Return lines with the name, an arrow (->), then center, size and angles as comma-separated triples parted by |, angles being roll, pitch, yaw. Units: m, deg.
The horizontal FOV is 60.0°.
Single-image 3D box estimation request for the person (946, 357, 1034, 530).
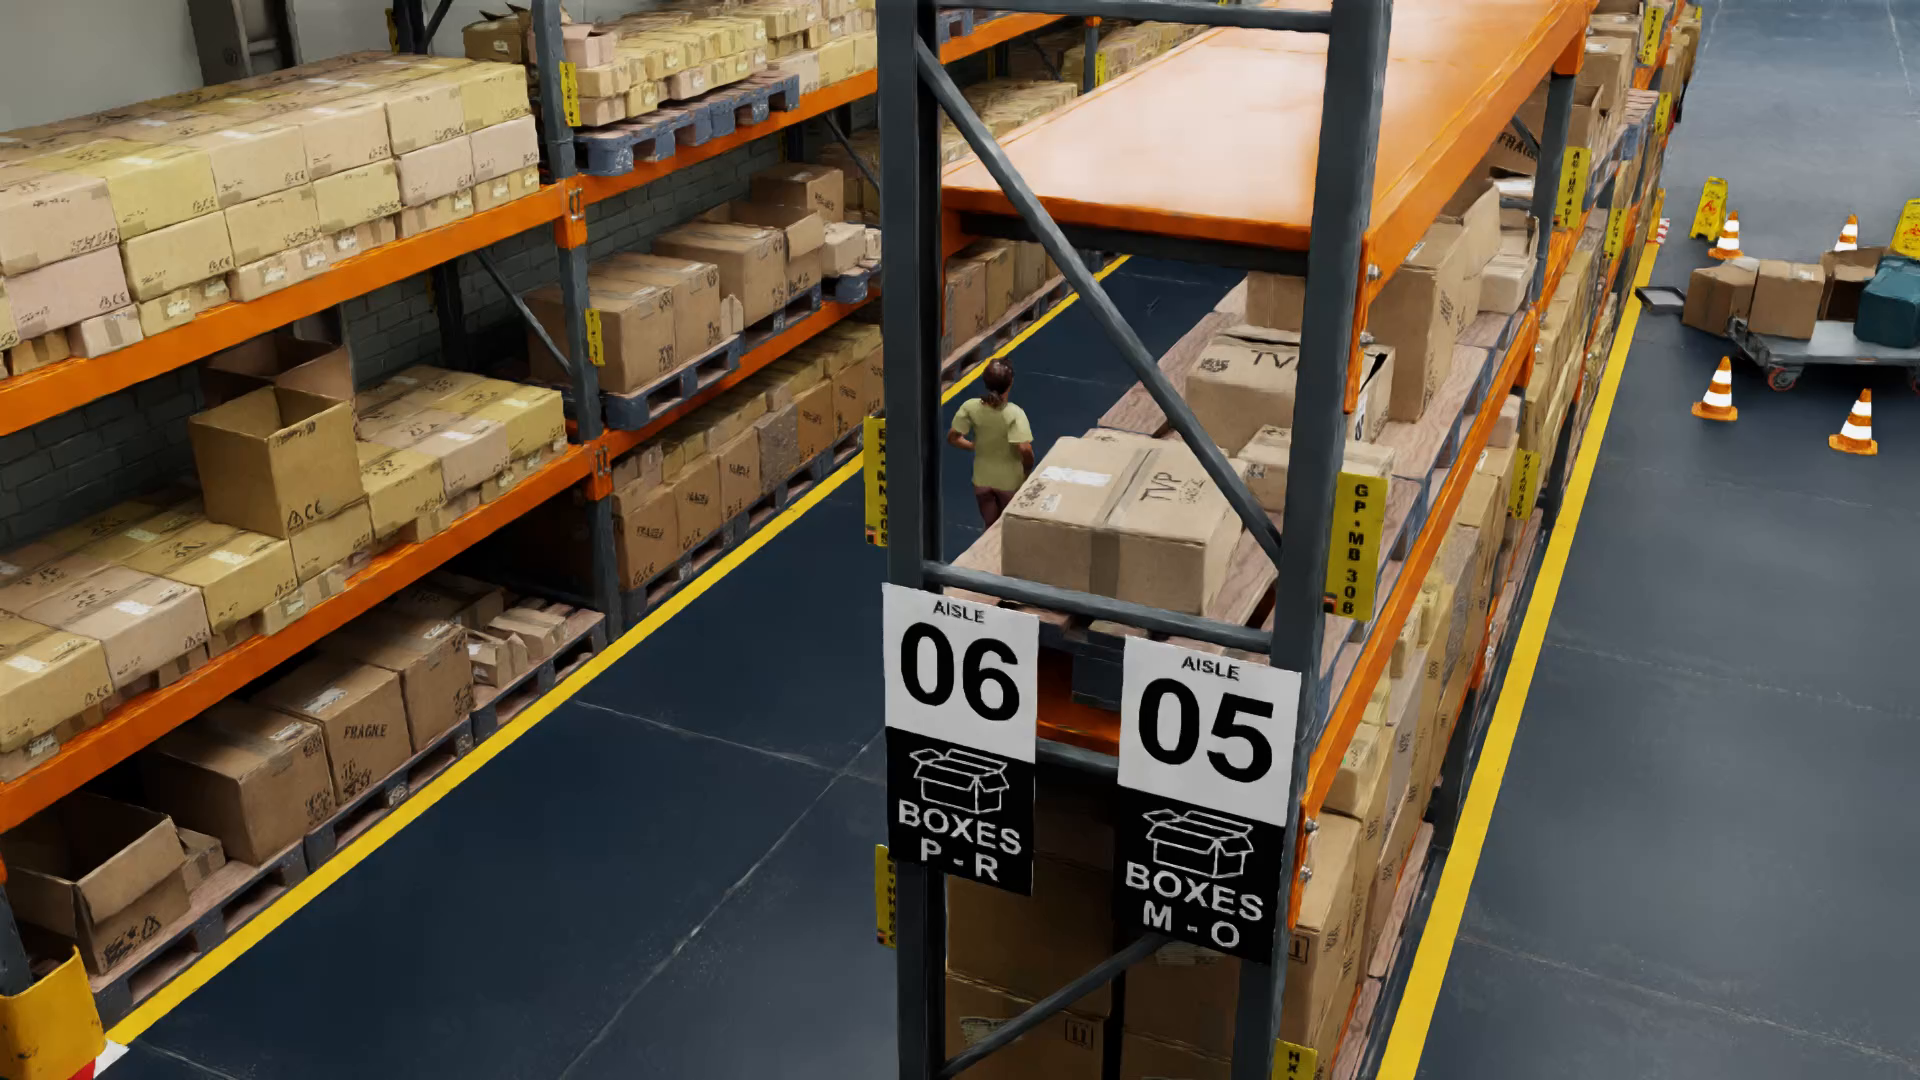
person -> 0.217, -0.226, 10.181 | 0.594, 1.391, 0.681 | 12, 29, 22
